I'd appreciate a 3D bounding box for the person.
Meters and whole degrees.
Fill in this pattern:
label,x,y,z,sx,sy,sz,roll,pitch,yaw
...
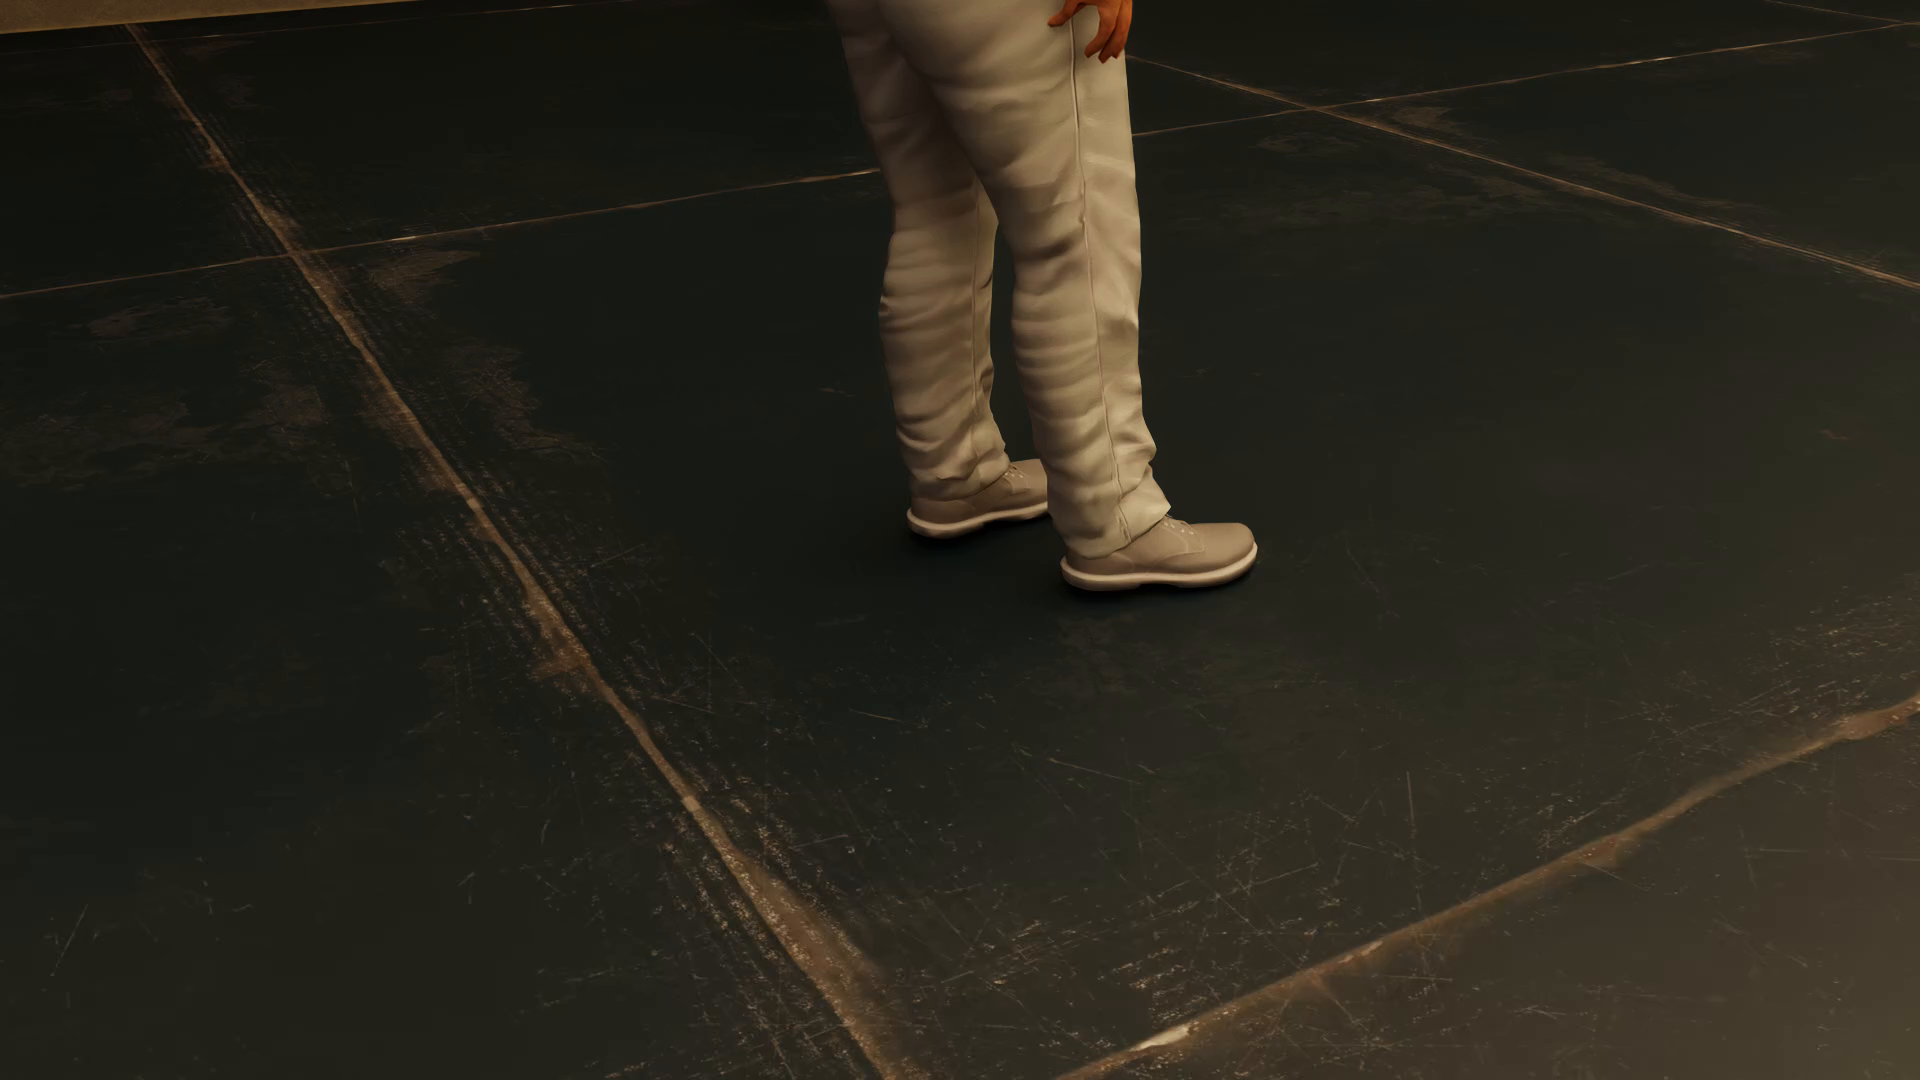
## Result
label,x,y,z,sx,sy,sz,roll,pitch,yaw
person,0.078,-0.758,2.136,0.529,1.670,0.598,-15,30,-26
